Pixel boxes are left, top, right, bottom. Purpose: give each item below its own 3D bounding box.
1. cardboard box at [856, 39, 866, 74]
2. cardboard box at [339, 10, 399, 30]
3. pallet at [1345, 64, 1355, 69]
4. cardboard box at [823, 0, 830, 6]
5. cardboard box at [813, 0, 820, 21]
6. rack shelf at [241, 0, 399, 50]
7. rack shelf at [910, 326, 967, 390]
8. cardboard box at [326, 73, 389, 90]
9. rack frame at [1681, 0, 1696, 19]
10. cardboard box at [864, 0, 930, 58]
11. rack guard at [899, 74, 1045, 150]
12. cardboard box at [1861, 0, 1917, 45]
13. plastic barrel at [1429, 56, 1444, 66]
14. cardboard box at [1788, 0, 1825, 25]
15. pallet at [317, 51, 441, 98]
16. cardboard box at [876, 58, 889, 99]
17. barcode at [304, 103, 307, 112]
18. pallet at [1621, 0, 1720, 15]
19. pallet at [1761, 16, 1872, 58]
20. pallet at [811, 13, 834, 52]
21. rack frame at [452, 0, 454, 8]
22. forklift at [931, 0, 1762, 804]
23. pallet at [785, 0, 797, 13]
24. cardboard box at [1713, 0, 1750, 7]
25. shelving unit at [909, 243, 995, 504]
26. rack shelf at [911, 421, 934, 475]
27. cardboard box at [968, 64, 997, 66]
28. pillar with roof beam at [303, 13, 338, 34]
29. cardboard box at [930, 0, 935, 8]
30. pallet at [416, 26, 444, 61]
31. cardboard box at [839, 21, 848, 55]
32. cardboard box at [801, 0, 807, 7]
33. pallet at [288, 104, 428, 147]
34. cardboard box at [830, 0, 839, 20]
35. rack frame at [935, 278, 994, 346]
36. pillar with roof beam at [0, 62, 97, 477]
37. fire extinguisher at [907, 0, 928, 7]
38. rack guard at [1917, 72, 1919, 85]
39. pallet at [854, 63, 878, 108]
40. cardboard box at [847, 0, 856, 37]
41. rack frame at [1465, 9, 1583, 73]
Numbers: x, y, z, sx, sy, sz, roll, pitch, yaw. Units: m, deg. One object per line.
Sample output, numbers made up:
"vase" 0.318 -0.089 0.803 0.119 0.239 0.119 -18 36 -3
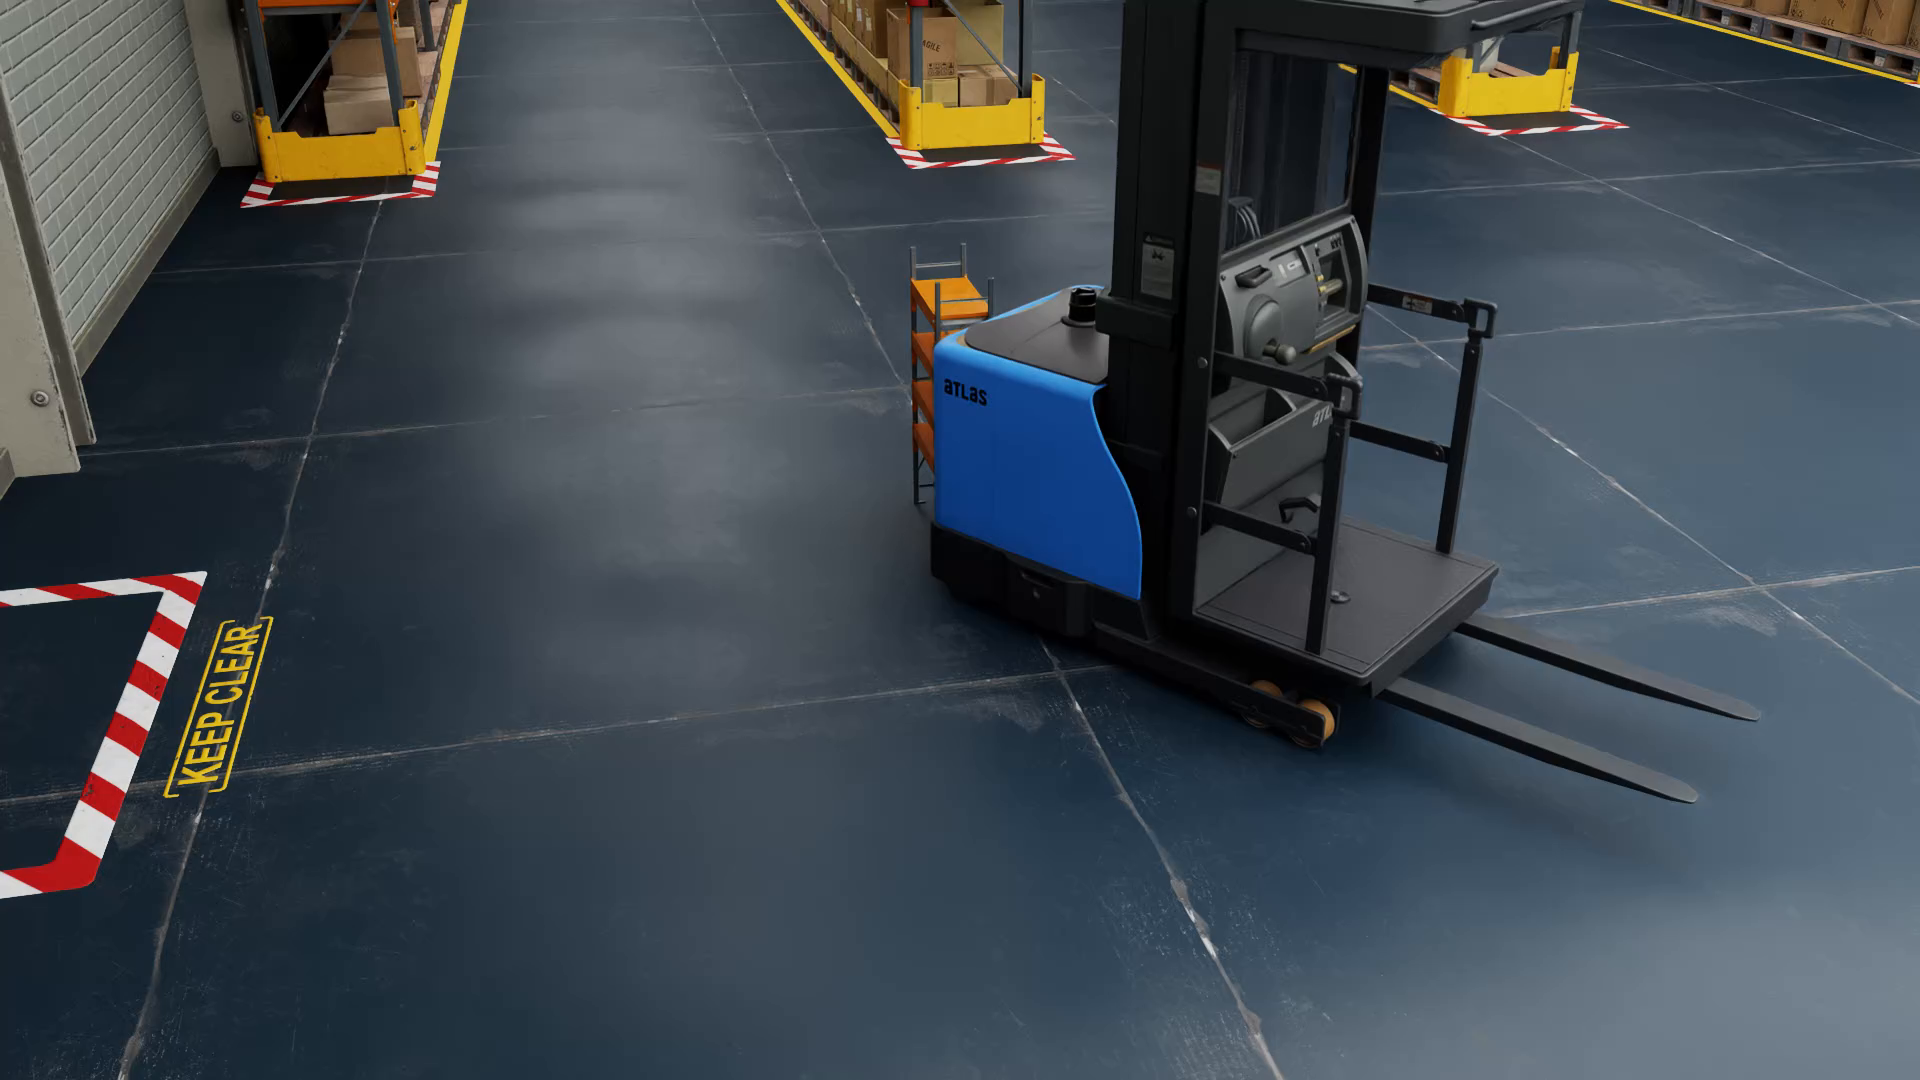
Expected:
"cardboard box" -0.666 -4.476 15.375 0.500 0.250 0.500 -6 27 -12
"cardboard box" -5.362 -4.534 15.190 0.500 0.500 0.500 -8 28 -15
"pallet" 4.407 -4.831 16.586 1.003 0.211 1.213 -6 27 -12
"cardboard box" -1.180 -5.769 17.313 0.500 0.311 0.500 -6 27 -12
"cardboard box" -1.297 -5.745 17.888 0.500 0.250 0.500 -6 27 -12
"rack shelf" -5.184 -4.706 14.043 1.077 0.370 4.000 -6 27 -12
"rack shelf" -0.037 -0.748 7.053 0.258 0.148 0.480 -6 27 -12
"cardboard box" -4.930 -3.708 13.764 0.500 0.311 0.500 -4 27 -7
"rack frame" 8.843 -7.414 18.610 1.000 3.000 0.127 -6 27 -12
"cardboard box" -0.558 -4.591 14.771 0.500 0.500 0.500 -6 27 -12
"rack guard" 0.098 -3.527 13.684 1.175 0.500 0.348 -6 27 -12
"cardboard box" 9.452 -5.264 16.659 0.500 0.500 0.500 1 27 2
"plastic barrel" 4.583 -4.733 15.594 0.421 0.512 0.421 0 27 0
"cardboard box" 9.247 -5.791 17.702 0.500 0.500 0.500 -8 28 -16
"pallet" -5.449 -4.369 15.672 1.003 0.211 1.213 -6 27 -12
"cardboard box" -0.441 -4.037 14.506 0.500 0.250 0.500 -6 27 -12
"barcode" -5.195 -3.429 13.201 0.001 0.075 0.075 -6 27 -12
"pallet" 8.666 -6.511 19.915 1.003 0.211 1.213 -6 27 -12
"pallet" 9.308 -5.341 17.598 1.003 0.211 1.213 -6 27 -12
"pallet" -1.013 -5.484 17.882 1.003 0.211 1.213 -6 27 -12
"rack frame" -6.536 -7.661 19.100 1.000 3.000 0.127 -6 27 -12
"forklift" 1.331 -0.852 5.685 3.031 2.935 1.130 21 34 35
"pallet" -1.563 -6.556 20.004 1.003 0.211 1.213 -6 27 -12
"cardboard box" 8.894 -6.306 18.723 0.500 0.500 0.500 -7 28 -13
"shelving unit" -0.037 -0.608 7.124 0.258 1.200 0.503 -6 27 -12
"rack shelf" -0.037 -0.371 7.243 0.258 0.148 0.480 -6 27 -12
"cardboard box" 0.072 -4.091 14.612 0.500 0.250 0.500 -6 27 -12
"pillar with roof beam" -2.891 -10.118 17.309 9.100 9.000 0.400 -6 27 -12
"cardboard box" -0.051 -4.644 14.875 0.500 0.500 0.500 -6 27 -12
"pallet" -5.811 -5.002 16.926 1.003 0.211 1.213 -6 27 -12
"cardboard box" -0.892 -4.915 16.245 0.500 0.250 0.500 -6 27 -12
"cardboard box" -1.526 -6.193 18.776 0.500 0.250 0.500 -5 27 -11
"pallet" -4.899 -3.298 13.550 1.003 0.211 1.213 -6 27 -12
"cardboard box" -1.010 -5.469 16.510 0.500 0.500 0.500 -6 27 -12
"rack frame" 0.018 -0.501 6.911 0.240 1.200 0.015 -6 27 -12
"pillar with roof beam" -0.187 -4.850 6.872 9.100 9.000 0.400 -6 27 -12
"fire extinguisher" -0.334 -4.520 12.962 0.296 0.674 0.183 -6 27 -12
"rack guard" 9.728 -4.576 15.760 1.175 0.500 0.348 -6 27 -12
"pallet" -0.392 -4.275 15.485 1.003 0.211 1.213 -6 27 -12
"cardboard box" -0.784 -5.030 15.640 0.500 0.500 0.500 -6 27 -12
"rack frame" 4.919 -5.155 14.135 1.000 3.000 0.127 -6 27 -12
